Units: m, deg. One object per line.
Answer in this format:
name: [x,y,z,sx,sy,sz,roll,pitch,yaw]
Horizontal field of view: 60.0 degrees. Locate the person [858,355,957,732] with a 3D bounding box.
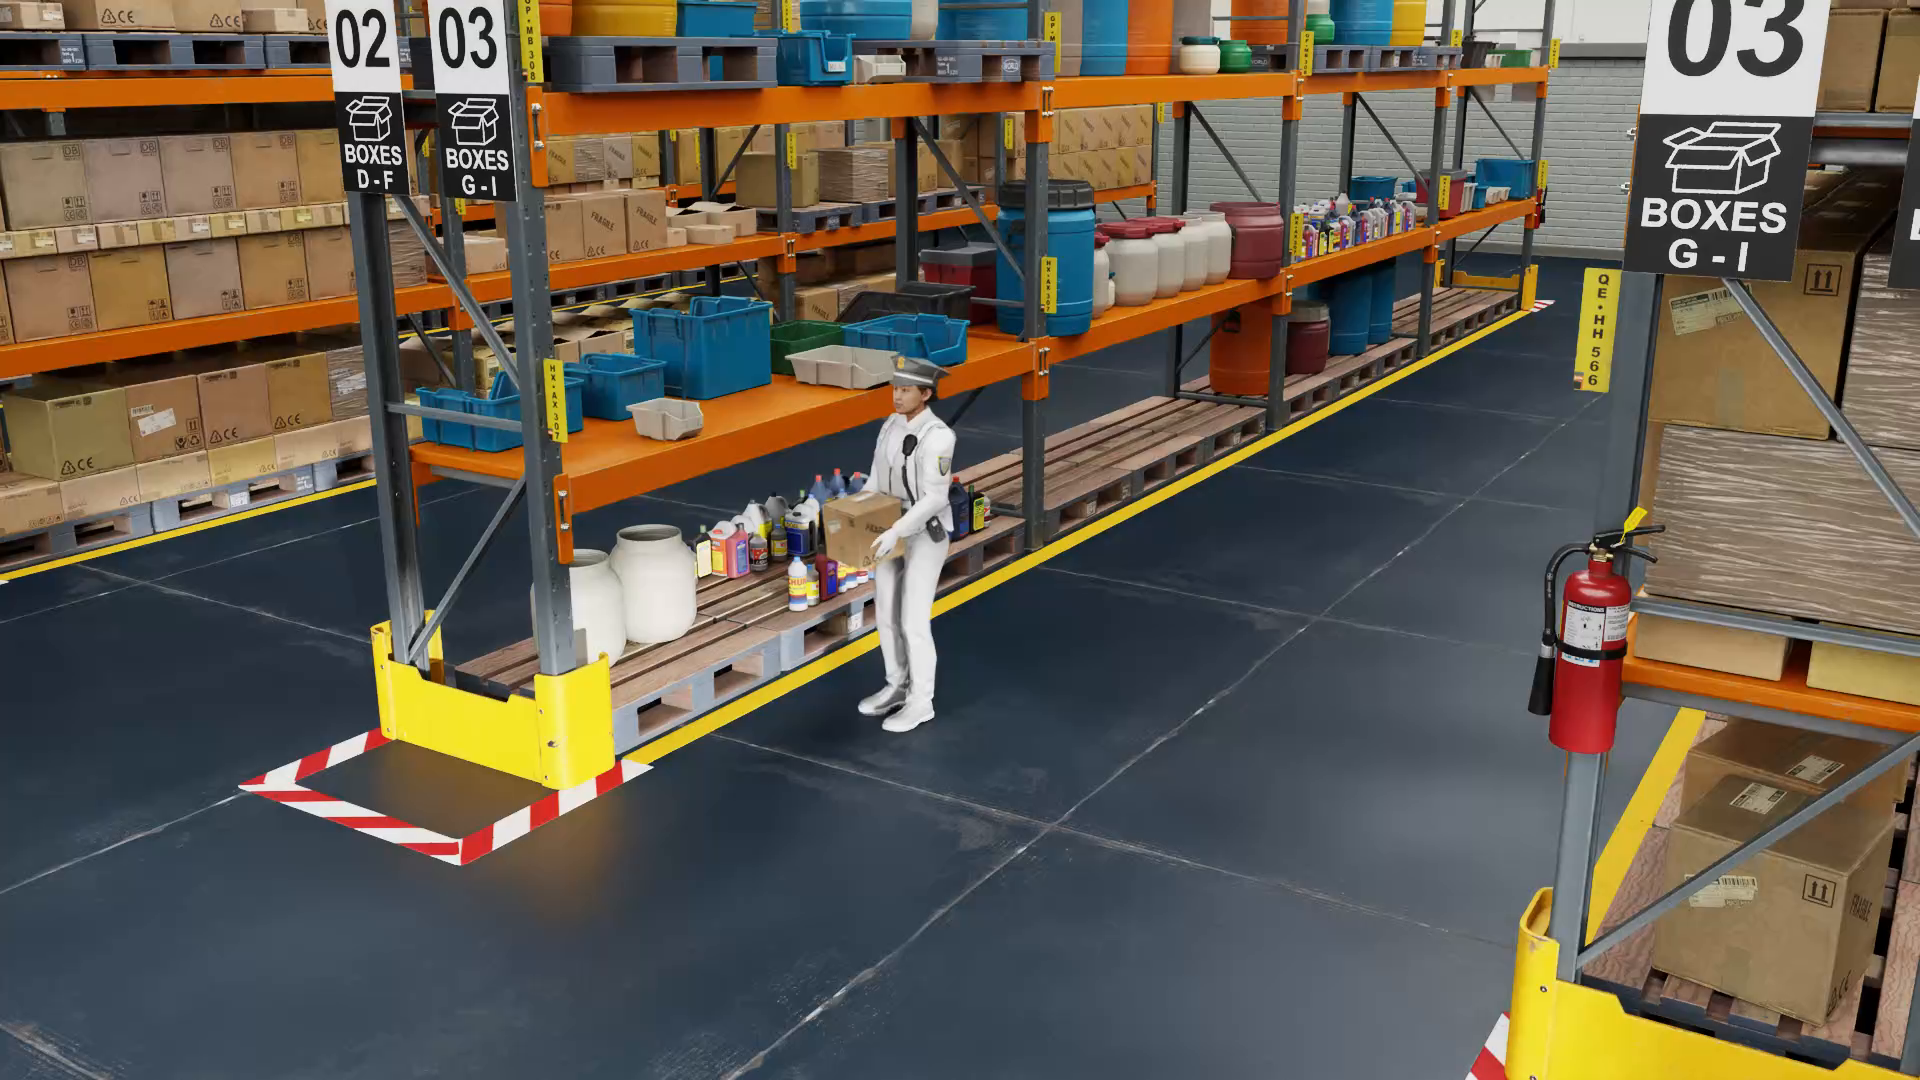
person: [-0.276,0.008,7.450,0.489,1.692,0.489,-13,21,-38]
